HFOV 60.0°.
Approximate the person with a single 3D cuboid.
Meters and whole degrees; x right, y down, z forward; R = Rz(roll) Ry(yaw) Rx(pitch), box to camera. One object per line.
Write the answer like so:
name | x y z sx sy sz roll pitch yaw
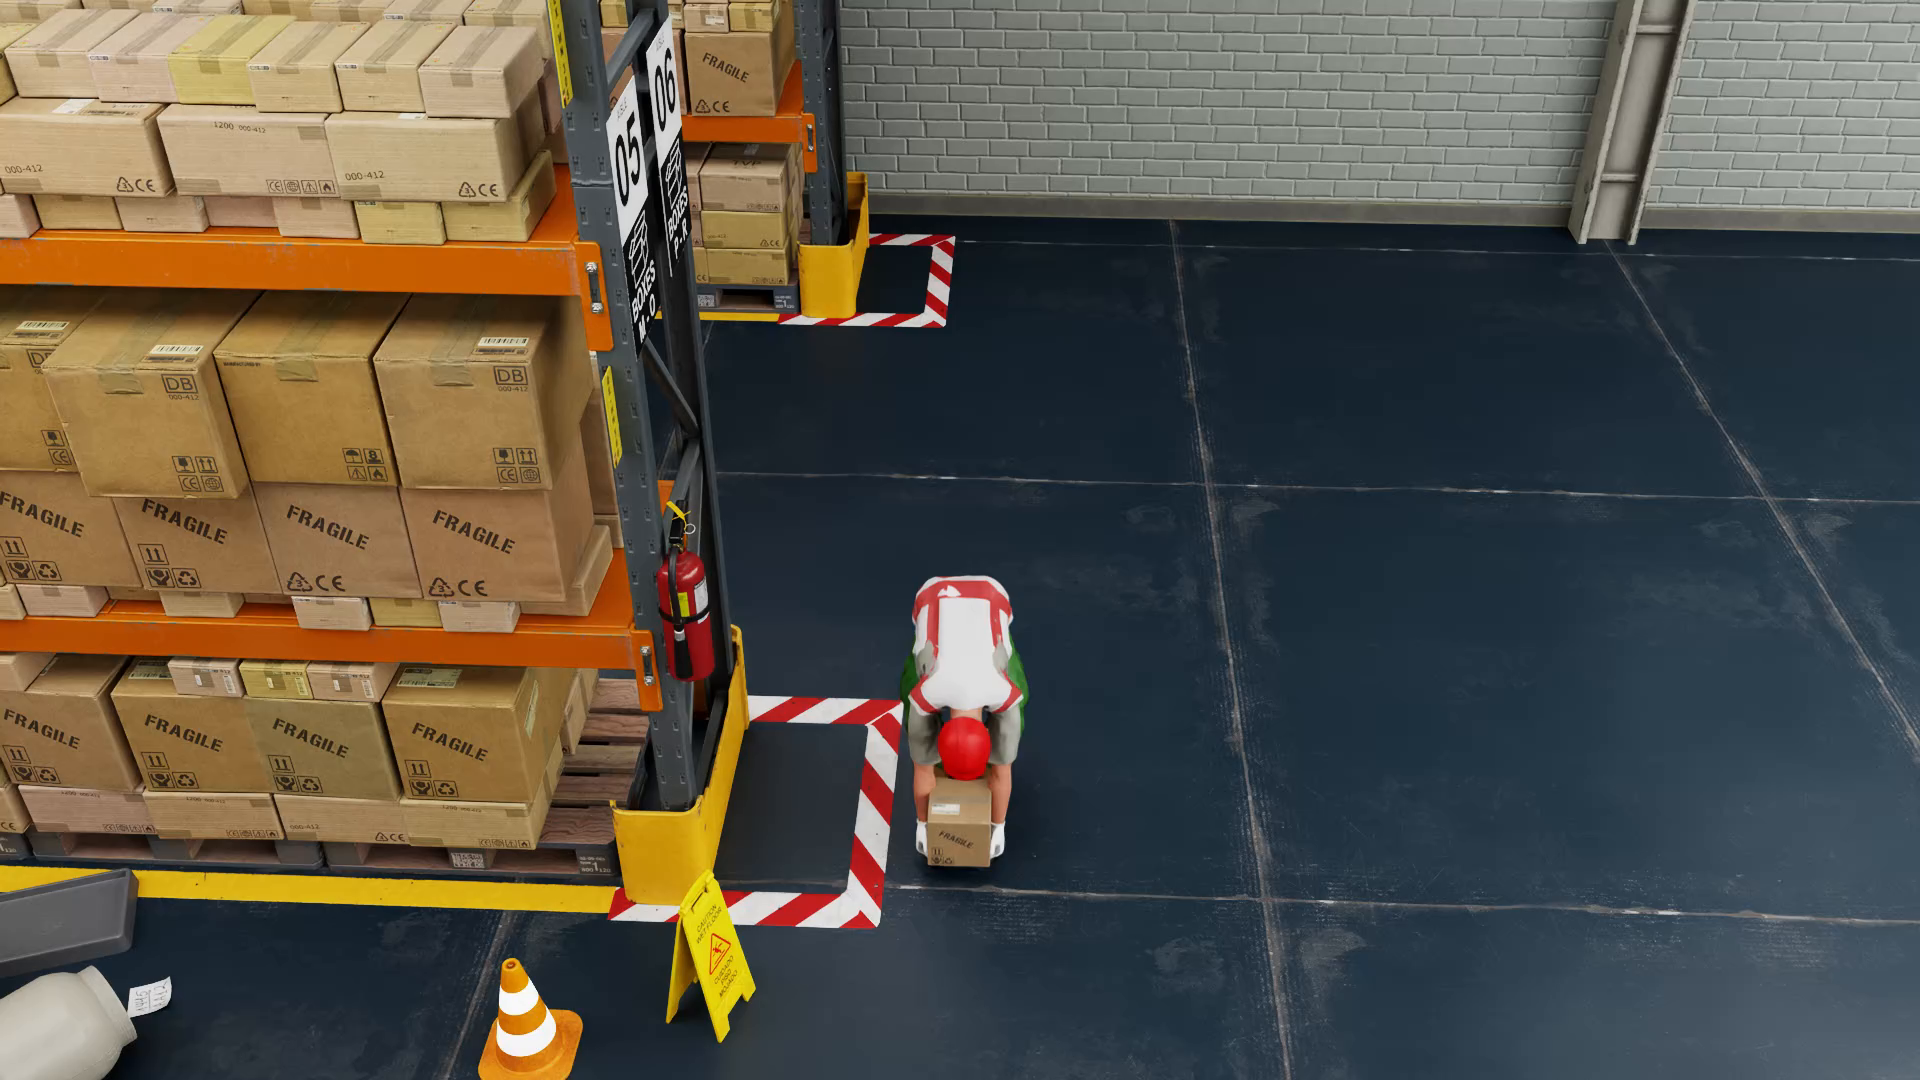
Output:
person | 0.019 0.735 6.741 0.528 0.997 0.950 0 35 0
